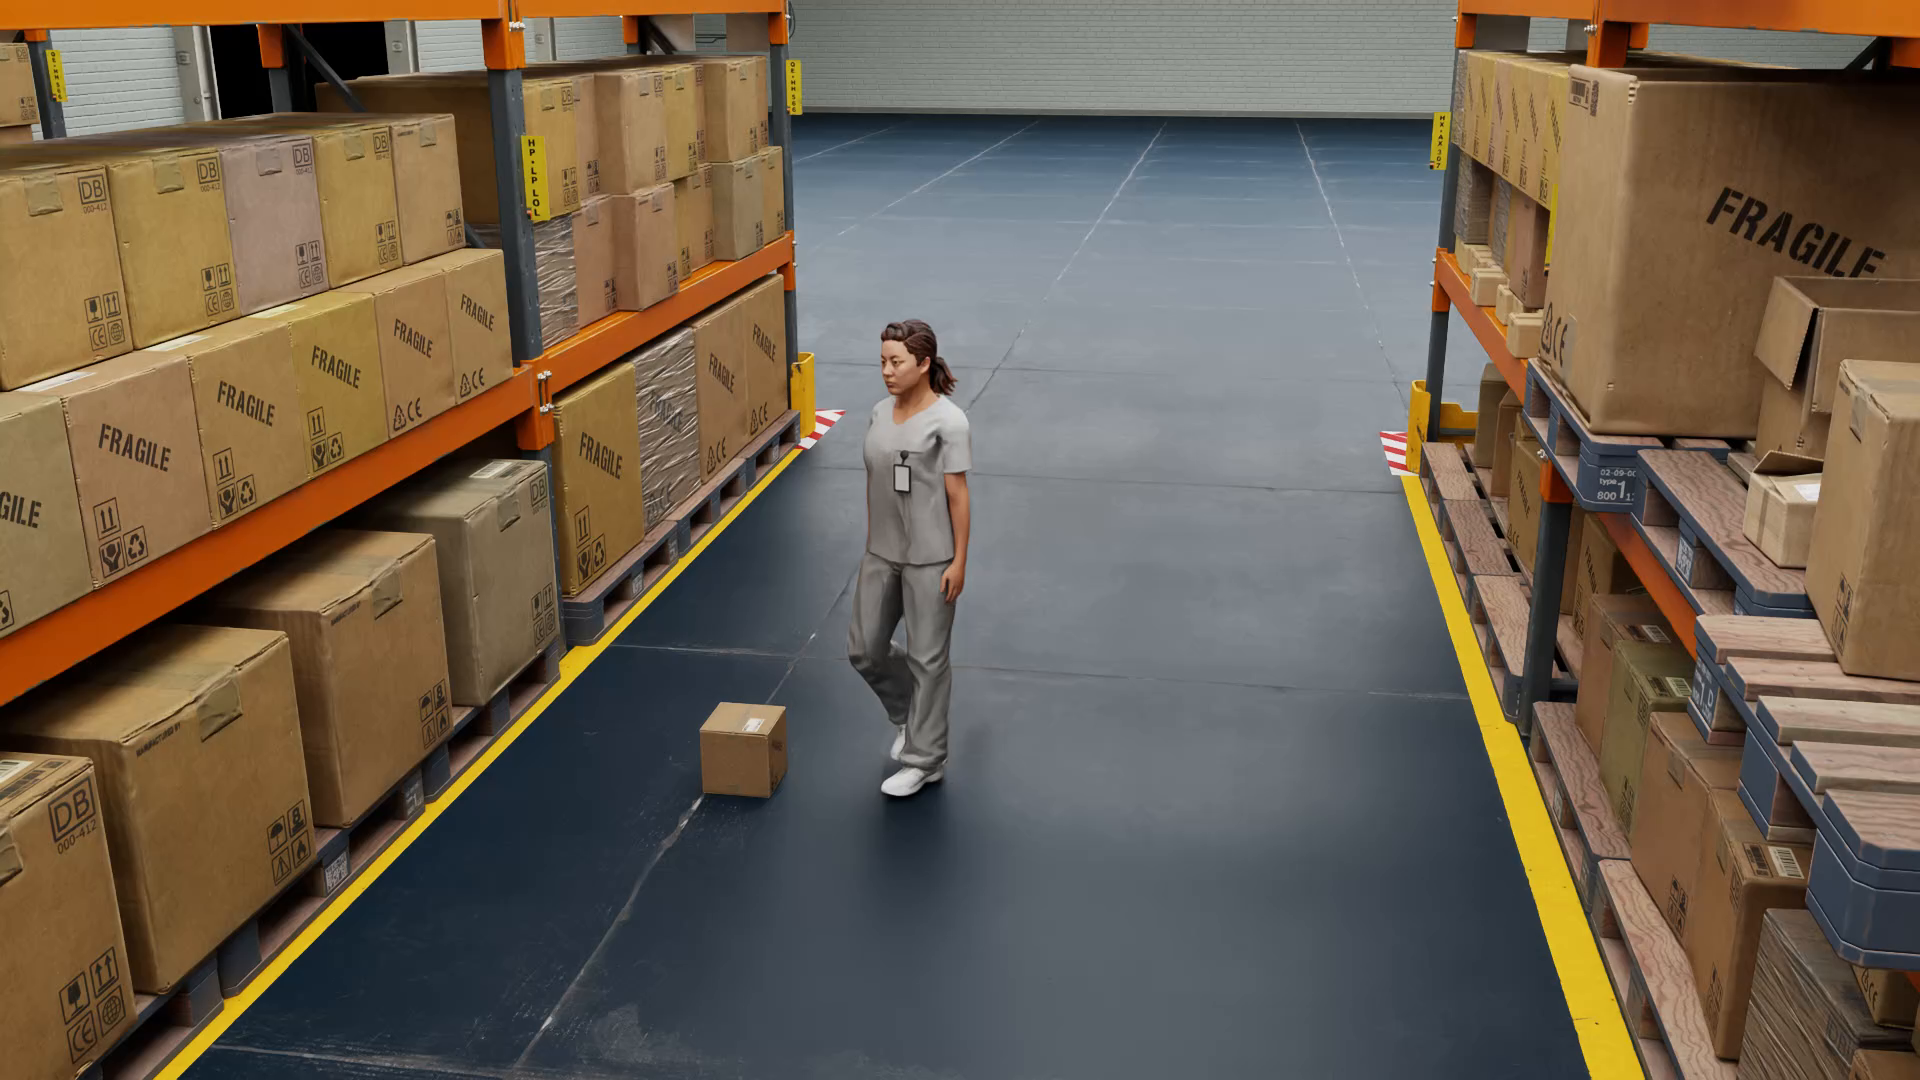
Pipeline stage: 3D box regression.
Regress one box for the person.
[{"bbox_3d":[-0.154,0.057,5.853,0.460,1.668,0.522,13,22,35],"label":"person"}]
